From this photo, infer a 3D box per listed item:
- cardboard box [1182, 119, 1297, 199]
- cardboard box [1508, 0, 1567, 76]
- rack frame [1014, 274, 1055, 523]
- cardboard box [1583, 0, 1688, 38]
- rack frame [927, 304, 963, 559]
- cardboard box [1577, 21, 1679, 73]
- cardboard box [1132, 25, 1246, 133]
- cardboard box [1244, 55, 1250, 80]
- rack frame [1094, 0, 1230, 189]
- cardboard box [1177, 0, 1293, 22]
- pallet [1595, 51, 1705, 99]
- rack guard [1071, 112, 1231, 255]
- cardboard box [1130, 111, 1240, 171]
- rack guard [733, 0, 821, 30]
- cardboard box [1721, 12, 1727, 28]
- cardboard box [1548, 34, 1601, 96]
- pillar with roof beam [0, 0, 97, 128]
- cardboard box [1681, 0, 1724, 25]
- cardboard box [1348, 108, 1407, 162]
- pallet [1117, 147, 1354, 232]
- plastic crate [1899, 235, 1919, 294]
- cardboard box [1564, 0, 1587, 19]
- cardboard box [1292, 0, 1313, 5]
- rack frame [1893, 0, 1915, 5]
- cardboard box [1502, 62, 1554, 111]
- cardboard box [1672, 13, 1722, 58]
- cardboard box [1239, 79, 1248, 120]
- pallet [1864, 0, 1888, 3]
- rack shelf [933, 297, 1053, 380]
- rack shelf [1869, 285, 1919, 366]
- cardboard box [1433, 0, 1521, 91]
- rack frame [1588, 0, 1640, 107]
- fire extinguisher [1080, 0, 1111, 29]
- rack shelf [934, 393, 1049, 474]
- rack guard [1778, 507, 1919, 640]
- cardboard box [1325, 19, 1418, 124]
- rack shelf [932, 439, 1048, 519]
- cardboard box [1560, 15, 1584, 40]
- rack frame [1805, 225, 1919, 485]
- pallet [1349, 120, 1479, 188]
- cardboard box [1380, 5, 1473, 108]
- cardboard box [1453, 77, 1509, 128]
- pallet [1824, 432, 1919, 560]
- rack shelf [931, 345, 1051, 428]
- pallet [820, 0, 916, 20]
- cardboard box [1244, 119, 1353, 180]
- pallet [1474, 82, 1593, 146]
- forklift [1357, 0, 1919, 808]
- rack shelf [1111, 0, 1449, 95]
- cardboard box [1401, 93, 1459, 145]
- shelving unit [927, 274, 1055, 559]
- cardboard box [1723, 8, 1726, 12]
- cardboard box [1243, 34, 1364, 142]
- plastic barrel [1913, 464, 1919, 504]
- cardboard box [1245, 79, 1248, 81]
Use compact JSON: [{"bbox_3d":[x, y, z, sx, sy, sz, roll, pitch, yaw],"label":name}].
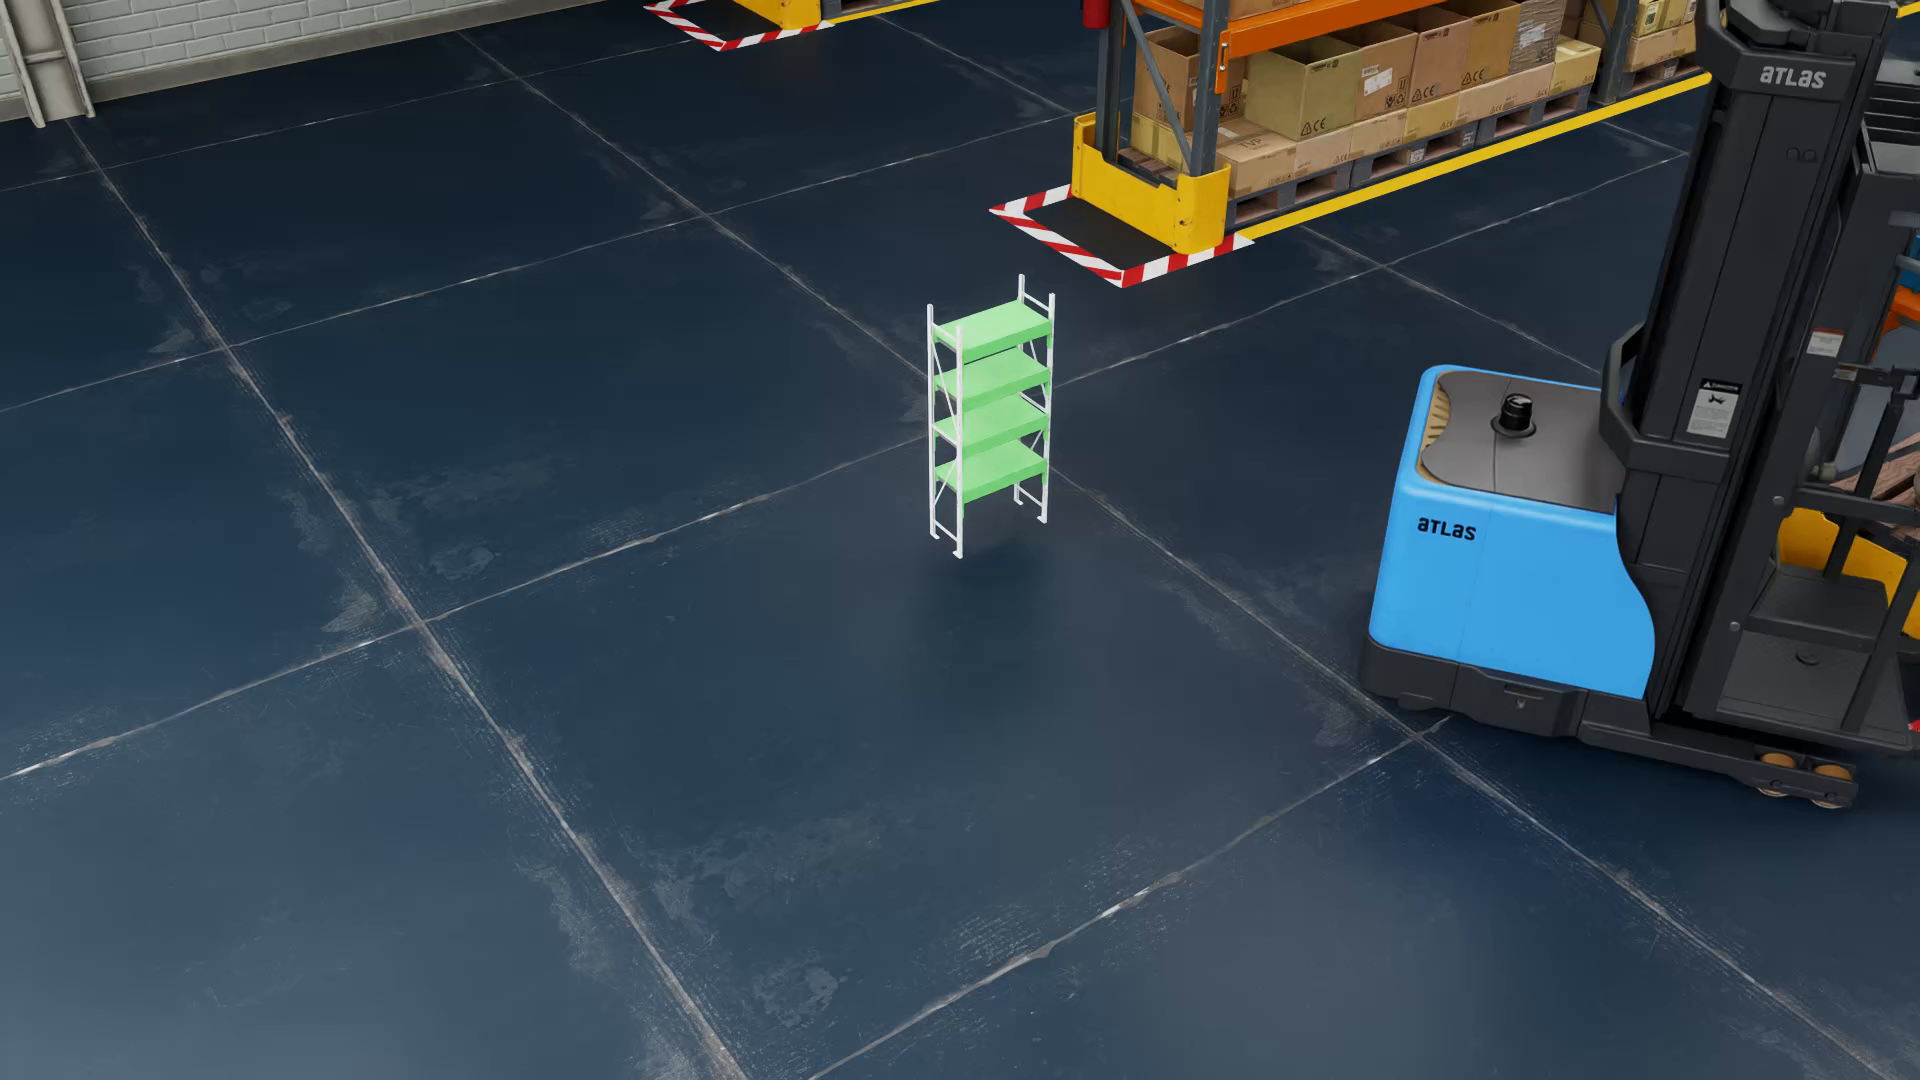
[{"bbox_3d":[1.769,-2.421,10.543,0.500,0.250,0.500,-22,41,-28],"label":"cardboard box"},{"bbox_3d":[3.803,-3.574,11.503,0.500,0.500,0.500,-22,41,-28],"label":"cardboard box"},{"bbox_3d":[0.335,-0.625,7.591,0.015,1.200,0.240,-22,41,-28],"label":"rack frame"},{"bbox_3d":[4.953,-3.940,12.174,0.500,0.311,0.500,-22,41,-28],"label":"cardboard box"},{"bbox_3d":[-0.064,-0.461,7.363,0.015,1.200,0.240,-22,41,-28],"label":"rack frame"},{"bbox_3d":[4.944,-3.710,12.334,0.500,0.250,0.500,-23,42,-29],"label":"cardboard box"},{"bbox_3d":[1.469,-2.974,10.669,0.500,0.500,0.500,-22,41,-28],"label":"cardboard box"},{"bbox_3d":[2.278,-3.317,11.146,0.500,0.500,0.500,-22,41,-28],"label":"cardboard box"},{"bbox_3d":[1.202,-3.293,9.759,0.127,3.000,1.000,-22,41,-28],"label":"rack frame"},{"bbox_3d":[1.591,-3.484,9.940,0.500,0.500,0.700,-22,41,-28],"label":"cardboard box"},{"bbox_3d":[5.051,-3.773,12.815,1.213,0.211,1.003,-22,41,-28],"label":"pallet"},{"bbox_3d":[1.182,-2.270,10.478,0.348,0.500,1.175,-22,41,-28],"label":"rack guard"},{"bbox_3d":[1.470,-2.668,10.886,0.500,0.250,0.500,-22,41,-28],"label":"cardboard box"},{"bbox_3d":[-1.593,-4.666,13.810,0.348,0.500,1.175,-22,41,-28],"label":"rack guard"},{"bbox_3d":[5.784,-4.057,12.817,0.500,0.250,0.500,-24,42,-29],"label":"cardboard box"},{"bbox_3d":[4.218,-3.432,11.948,0.500,0.250,0.500,-22,41,-28],"label":"cardboard box"},{"bbox_3d":[-4.005,-4.667,6.532,0.400,9.000,9.100,-22,41,-28],"label":"pillar with roof beam"},{"bbox_3d":[5.365,-4.106,12.405,0.500,0.311,0.500,-23,42,-28],"label":"cardboard box"},{"bbox_3d":[2.584,-2.759,11.013,0.500,0.250,0.500,-22,41,-28],"label":"cardboard box"},{"bbox_3d":[1.803,-2.438,10.959,1.213,0.211,1.003,-22,41,-28],"label":"pallet"},{"bbox_3d":[4.289,-1.178,6.947,0.616,0.251,0.499,-22,41,-28],"label":"plastic crate"},{"bbox_3d":[4.638,-4.193,12.526,0.500,0.311,0.500,-22,41,-28],"label":"cardboard box"},{"bbox_3d":[2.017,-3.663,10.189,0.500,0.500,0.700,-21,41,-27],"label":"cardboard box"},{"bbox_3d":[7.741,-5.984,13.501,0.127,3.000,1.000,-22,41,-28],"label":"rack frame"},{"bbox_3d":[3.804,-3.269,11.721,0.500,0.250,0.500,-22,41,-28],"label":"cardboard box"},{"bbox_3d":[5.363,-3.881,12.573,0.500,0.250,0.500,-21,41,-27],"label":"cardboard box"},{"bbox_3d":[1.872,-2.842,11.128,0.500,0.250,0.500,-22,41,-28],"label":"cardboard box"},{"bbox_3d":[7.046,-4.593,13.956,1.213,0.211,1.003,-22,41,-28],"label":"pallet"},{"bbox_3d":[0.135,-0.881,7.234,0.480,0.148,0.258,-22,41,-28],"label":"rack shelf"},{"bbox_3d":[5.687,-1.308,7.616,4.000,0.370,1.077,-22,41,-28],"label":"rack shelf"},{"bbox_3d":[3.397,-3.404,11.267,0.500,0.500,0.500,-22,41,-28],"label":"cardboard box"},{"bbox_3d":[4.472,-4.638,11.630,0.127,3.000,1.000,-22,41,-28],"label":"rack frame"},{"bbox_3d":[0.838,-3.443,10.035,0.183,0.674,0.296,-22,41,-28],"label":"fire extinguisher"},{"bbox_3d":[0.135,-0.491,7.514,0.480,0.148,0.258,-22,41,-28],"label":"rack shelf"},{"bbox_3d":[4.087,0.039,7.267,0.348,0.500,1.175,-22,41,-28],"label":"rack guard"},{"bbox_3d":[2.577,-3.069,10.801,0.500,0.500,0.500,-22,41,-28],"label":"cardboard box"},{"bbox_3d":[0.135,-0.296,7.655,0.480,0.148,0.258,-22,41,-28],"label":"rack shelf"},{"bbox_3d":[4.644,-3.970,12.697,0.500,0.250,0.500,-23,42,-28],"label":"cardboard box"},{"bbox_3d":[4.052,-0.927,6.471,0.127,3.000,1.000,-22,41,-28],"label":"rack frame"},{"bbox_3d":[2.799,-2.846,11.526,1.213,0.211,1.003,-22,41,-28],"label":"pallet"},{"bbox_3d":[2.996,-3.229,11.023,0.500,0.500,0.500,-22,41,-28],"label":"cardboard box"},{"bbox_3d":[3.404,-3.093,11.477,0.500,0.250,0.500,-22,41,-28],"label":"cardboard box"},{"bbox_3d":[4.755,-0.114,7.728,1.213,0.211,1.003,-22,41,-28],"label":"pallet"},{"bbox_3d":[0.135,-0.686,7.374,0.480,0.148,0.258,-22,41,-28],"label":"rack shelf"},{"bbox_3d":[-0.908,-4.806,14.251,1.213,0.211,1.003,-22,41,-28],"label":"pallet"},{"bbox_3d":[2.175,-2.591,10.779,0.500,0.250,0.500,-22,41,-28],"label":"cardboard box"},{"bbox_3d":[3.797,-3.259,12.100,1.213,0.211,1.003,-22,41,-28],"label":"pallet"},{"bbox_3d":[3.206,-0.520,5.962,3.031,2.935,1.130,12,37,16],"label":"forklift"},{"bbox_3d":[2.837,-3.673,10.905,4.000,0.370,1.077,-22,41,-28],"label":"rack shelf"},{"bbox_3d":[2.996,-2.925,11.243,0.500,0.250,0.500,-22,41,-28],"label":"cardboard box"},{"bbox_3d":[0.135,-0.543,7.477,0.503,1.200,0.258,-22,41,-28],"label":"shelving unit"},{"bbox_3d":[5.787,-4.281,12.648,0.500,0.311,0.500,-24,42,-29],"label":"cardboard box"},{"bbox_3d":[2.176,-2.895,10.559,0.500,0.500,0.500,-22,41,-28],"label":"cardboard box"},{"bbox_3d":[4.546,-0.346,7.433,0.421,0.512,0.421,0,36,0],"label":"plastic barrel"},{"bbox_3d":[2.280,-3.011,11.363,0.500,0.250,0.500,-22,41,-28],"label":"cardboard box"}]
